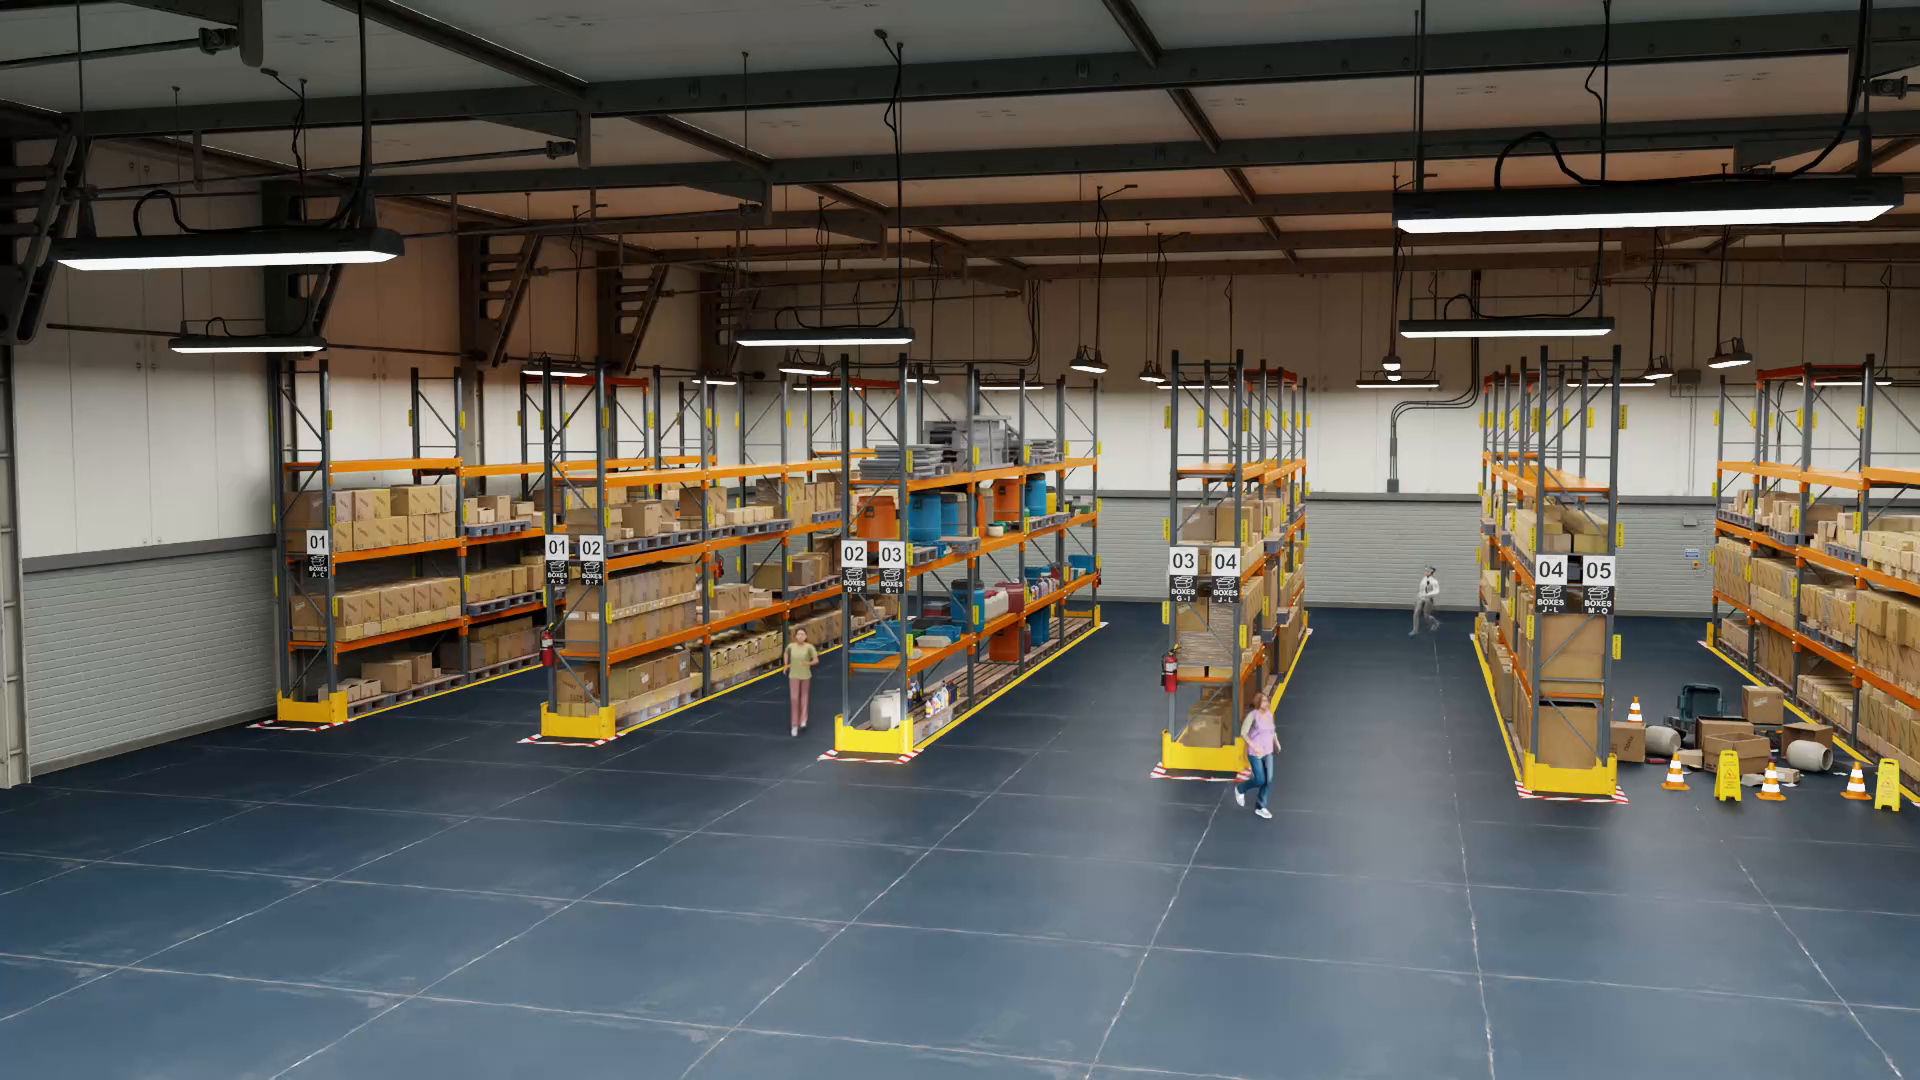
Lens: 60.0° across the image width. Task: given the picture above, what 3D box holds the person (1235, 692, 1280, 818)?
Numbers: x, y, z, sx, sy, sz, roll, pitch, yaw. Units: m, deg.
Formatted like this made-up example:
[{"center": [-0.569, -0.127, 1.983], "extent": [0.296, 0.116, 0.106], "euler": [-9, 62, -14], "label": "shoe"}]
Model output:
[{"center": [3.776, 2.709, 21.125], "extent": [0.562, 1.578, 0.585], "euler": [-3, 5, -33], "label": "person"}]

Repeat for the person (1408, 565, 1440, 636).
[{"center": [10.874, 1.406, 38.571], "extent": [0.839, 1.660, 0.660], "euler": [-2, 5, -26], "label": "person"}]

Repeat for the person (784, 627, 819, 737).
[{"center": [-2.543, 2.241, 26.636], "extent": [0.564, 1.712, 0.778], "euler": [0, 4, -4], "label": "person"}]

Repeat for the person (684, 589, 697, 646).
[{"center": [-5.669, 1.623, 34.711], "extent": [0.669, 1.764, 0.908], "euler": [1, 4, 11], "label": "person"}]
